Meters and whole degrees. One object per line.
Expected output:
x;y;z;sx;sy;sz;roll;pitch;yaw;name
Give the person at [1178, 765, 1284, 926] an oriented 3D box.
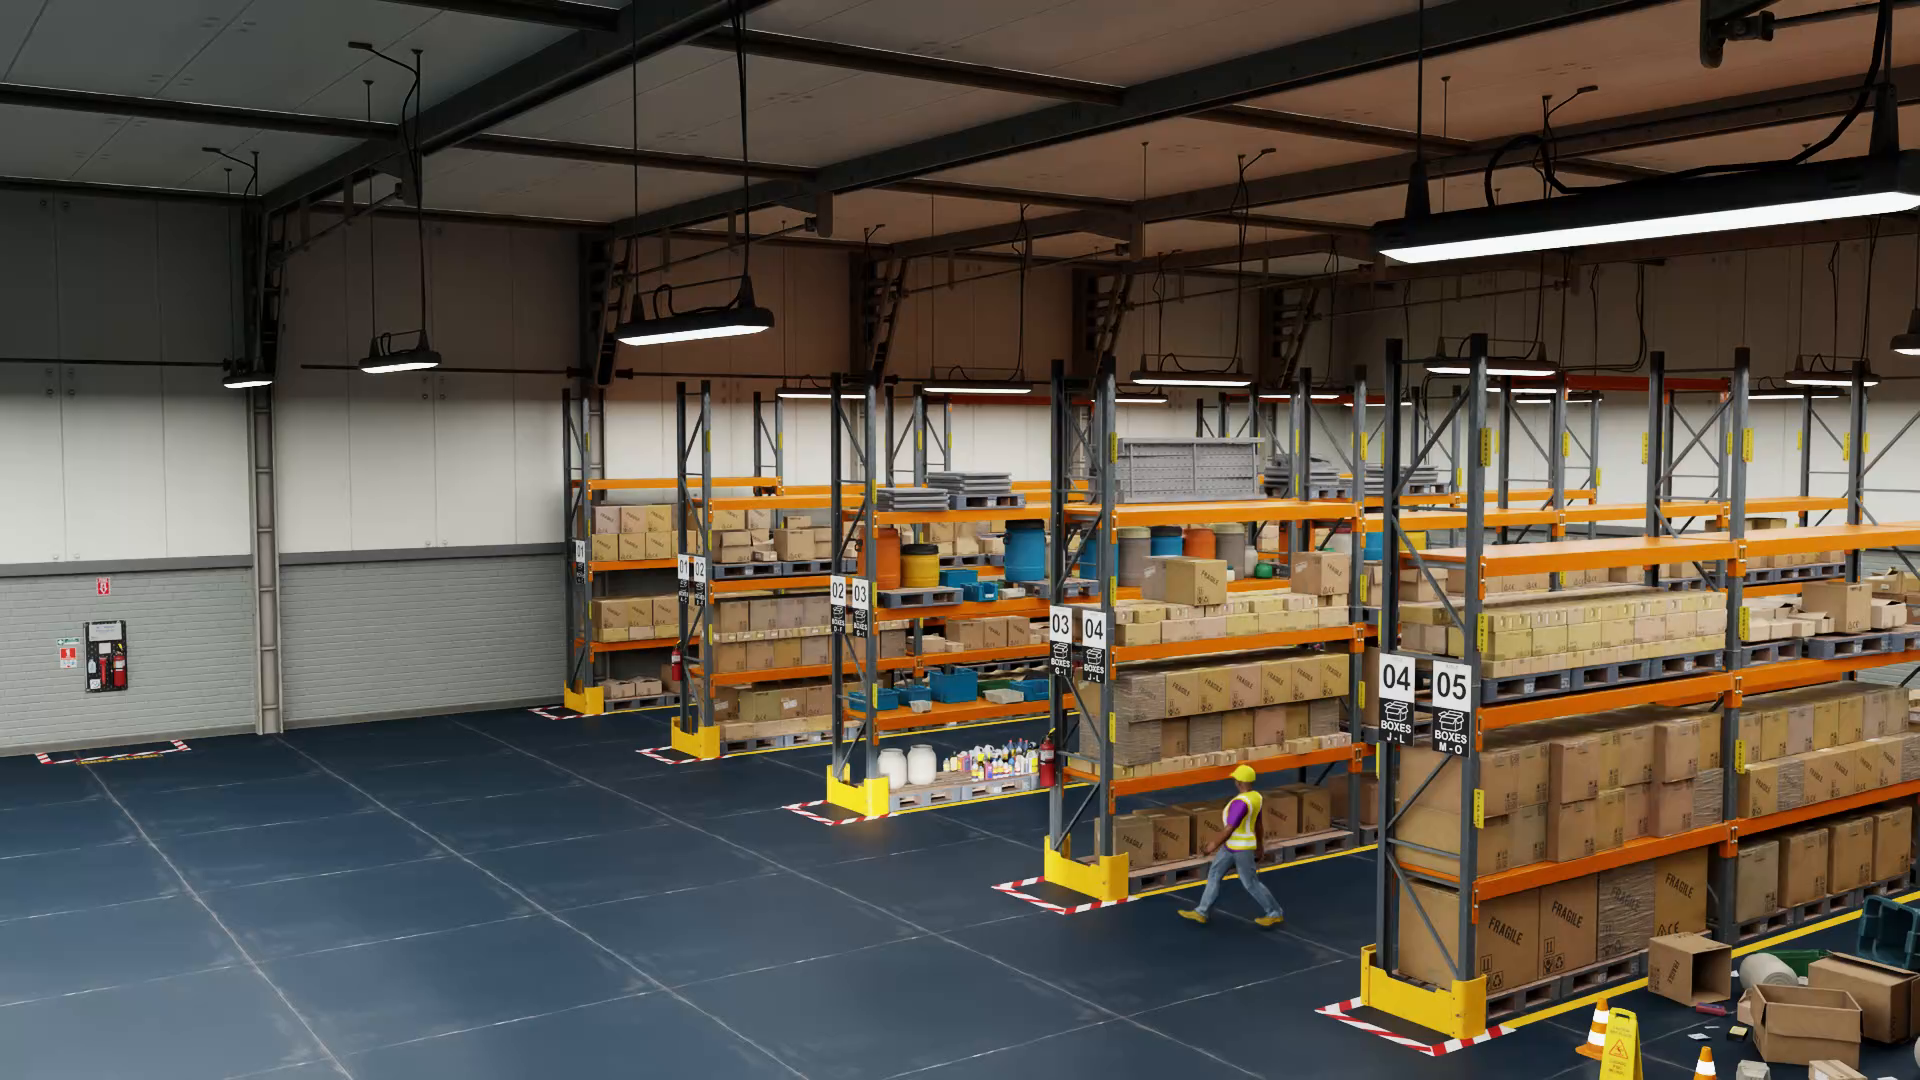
2.848;3.189;17.333;1.065;1.708;0.531;0;4;-6;person
